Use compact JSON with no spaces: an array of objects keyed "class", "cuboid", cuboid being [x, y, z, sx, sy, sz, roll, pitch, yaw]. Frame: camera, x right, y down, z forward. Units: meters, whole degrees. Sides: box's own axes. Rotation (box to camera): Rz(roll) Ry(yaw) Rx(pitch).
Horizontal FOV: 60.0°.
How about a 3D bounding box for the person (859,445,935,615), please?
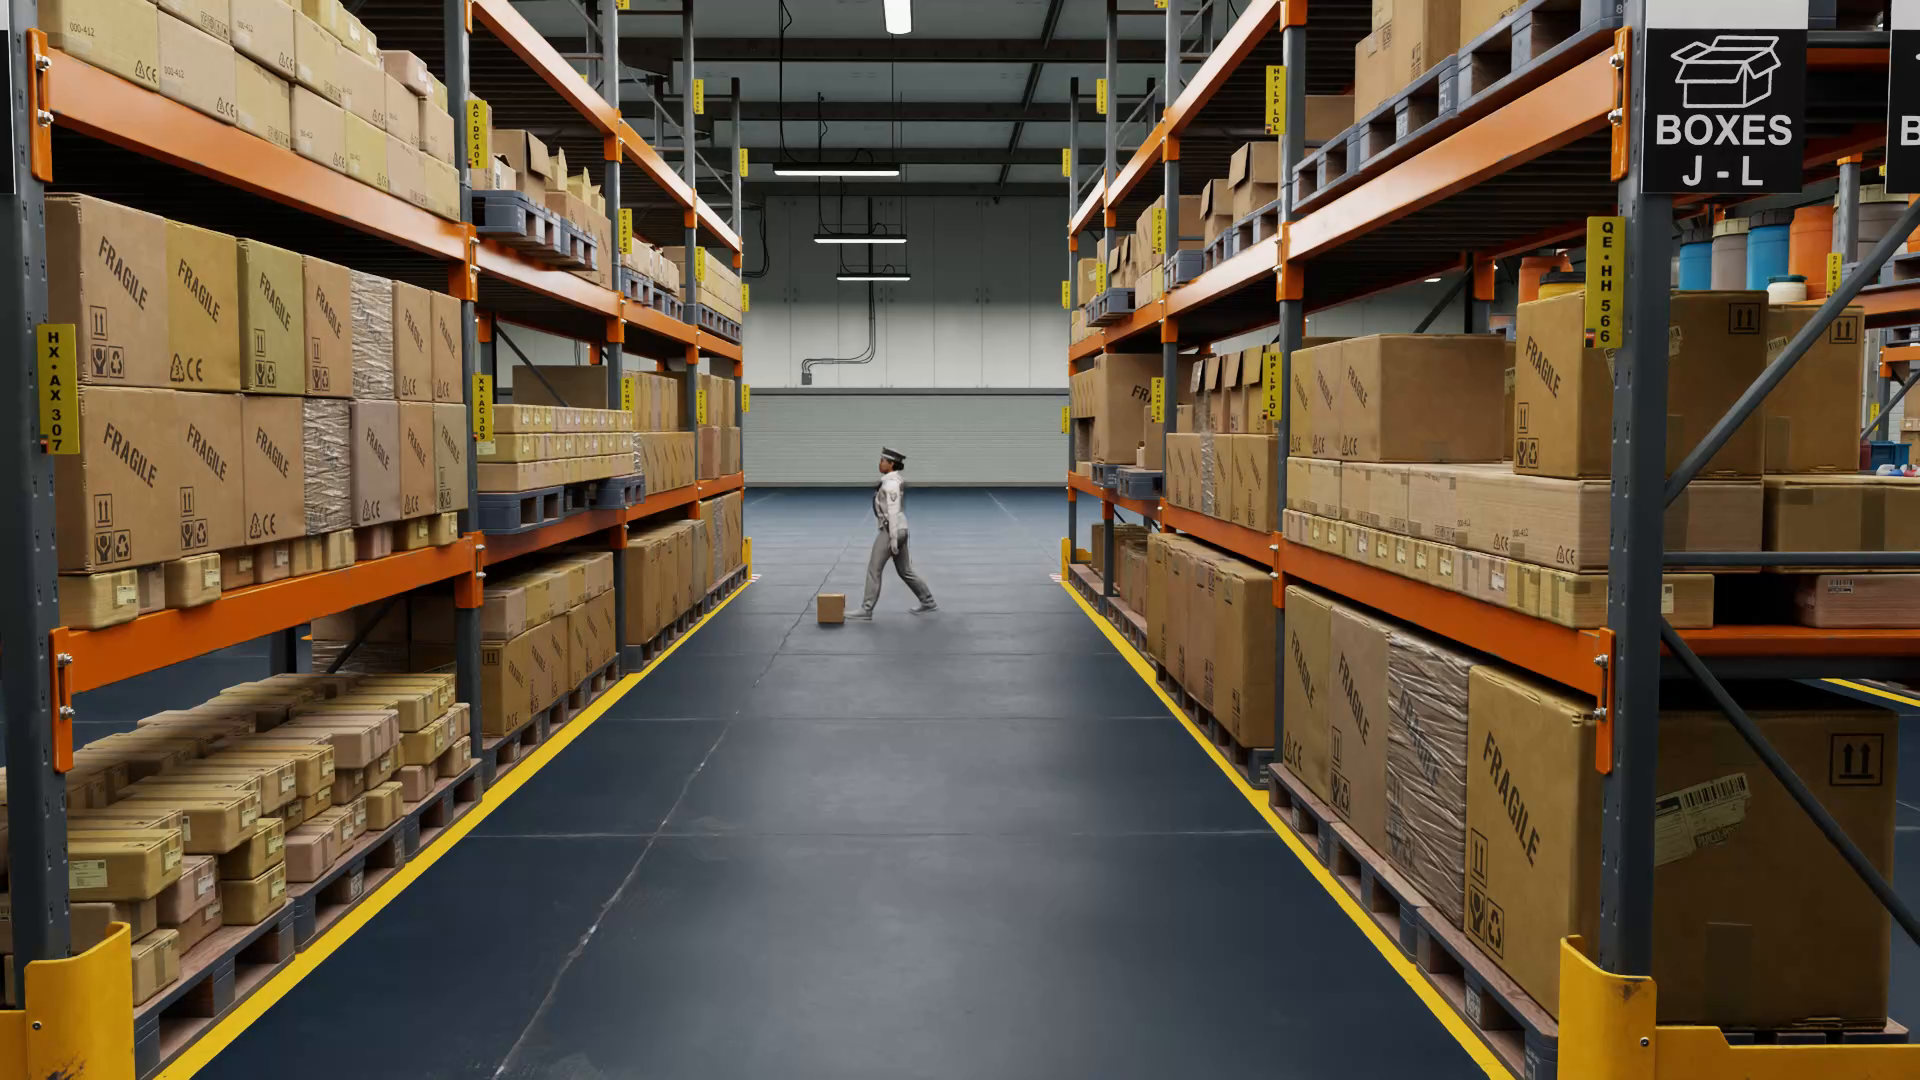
[{"class":"person","cuboid":[-0.597,-0.100,15.837,0.703,1.601,0.488,0,4,4]}]
